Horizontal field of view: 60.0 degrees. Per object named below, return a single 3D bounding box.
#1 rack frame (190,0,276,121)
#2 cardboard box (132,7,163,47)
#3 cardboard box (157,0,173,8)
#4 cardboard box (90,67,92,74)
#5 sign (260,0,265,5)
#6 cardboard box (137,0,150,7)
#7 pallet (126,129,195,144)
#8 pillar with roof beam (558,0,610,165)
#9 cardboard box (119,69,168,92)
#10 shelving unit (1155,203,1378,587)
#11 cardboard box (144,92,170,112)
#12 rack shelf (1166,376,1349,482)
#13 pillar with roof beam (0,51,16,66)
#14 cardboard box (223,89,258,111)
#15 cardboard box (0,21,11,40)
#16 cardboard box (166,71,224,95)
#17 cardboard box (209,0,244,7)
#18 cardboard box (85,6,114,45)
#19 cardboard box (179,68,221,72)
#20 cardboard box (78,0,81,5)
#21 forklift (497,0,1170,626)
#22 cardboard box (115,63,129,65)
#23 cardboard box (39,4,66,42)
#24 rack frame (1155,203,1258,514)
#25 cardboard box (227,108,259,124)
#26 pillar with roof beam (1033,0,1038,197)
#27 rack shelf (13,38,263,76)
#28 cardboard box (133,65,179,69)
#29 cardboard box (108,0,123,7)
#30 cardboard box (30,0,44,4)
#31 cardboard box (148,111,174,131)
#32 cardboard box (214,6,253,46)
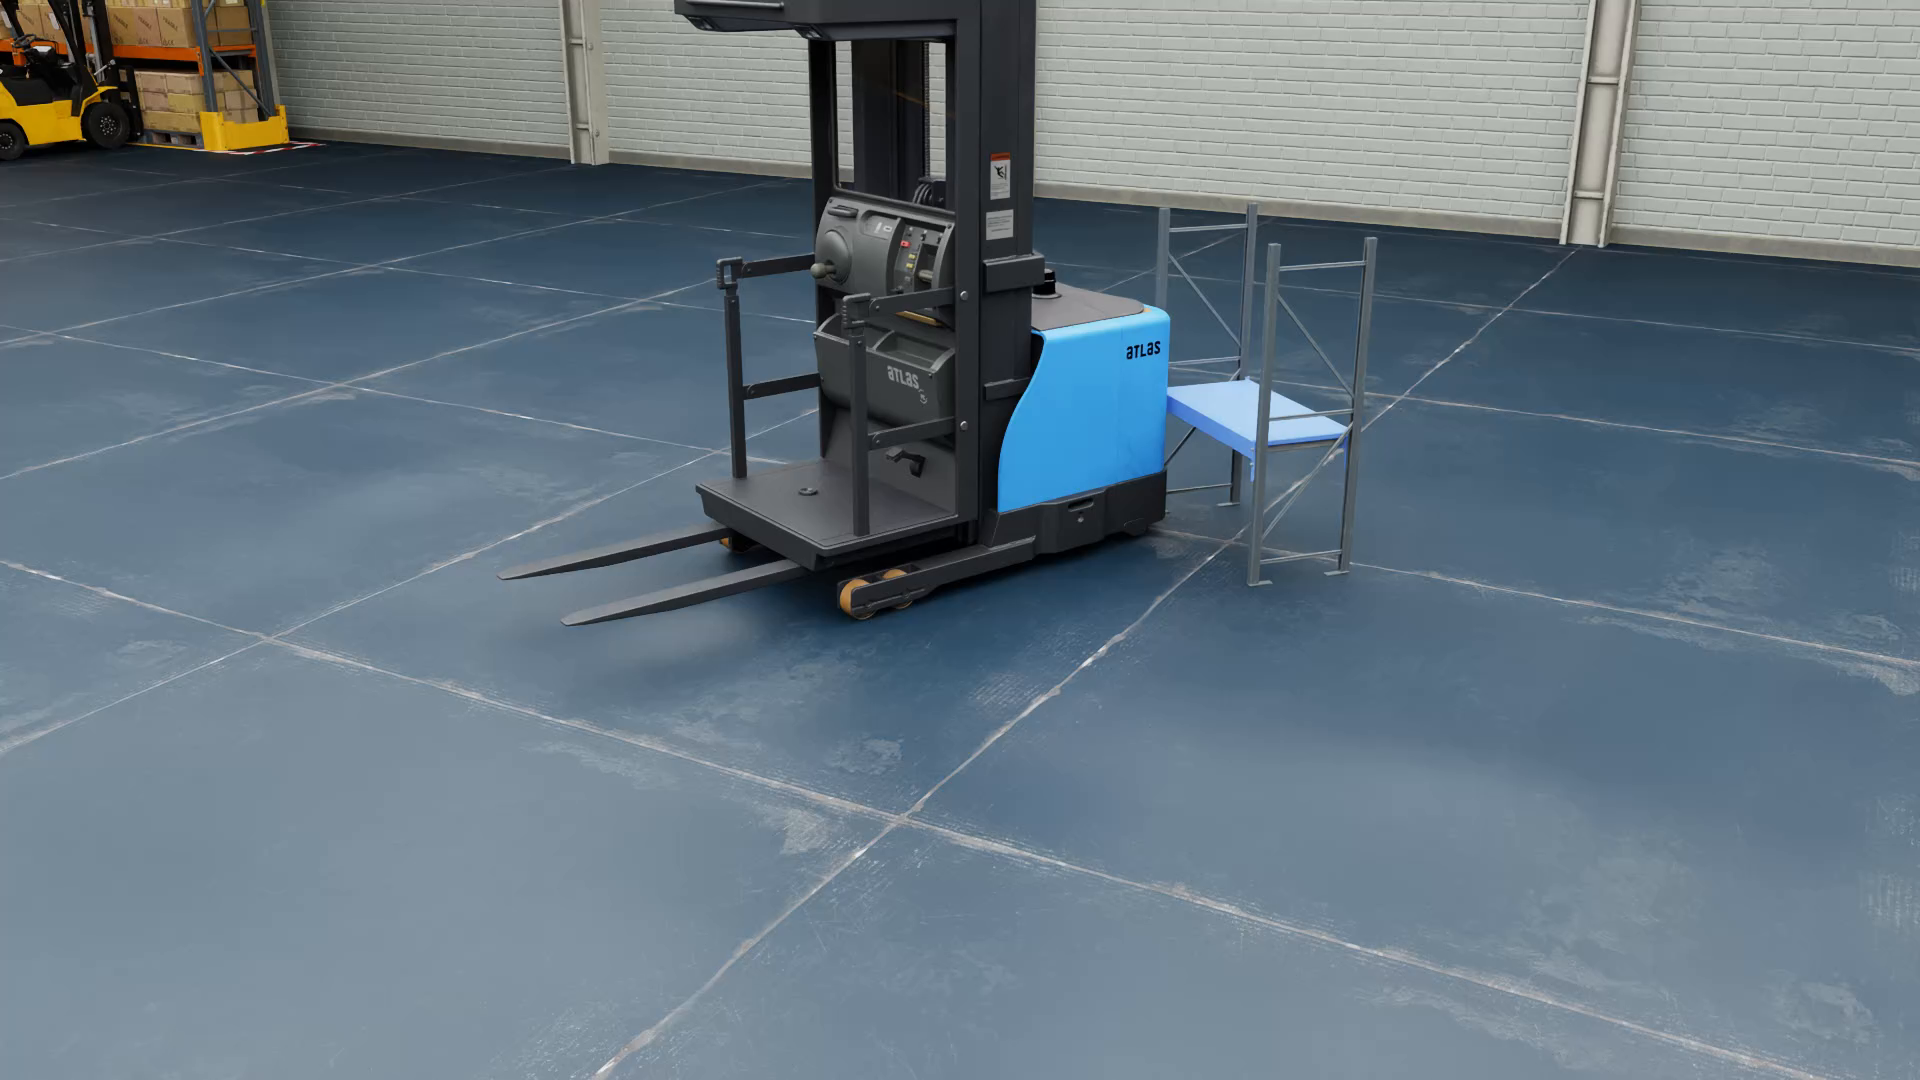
[{"bbox_3d":[-9.730,-6.785,22.172,0.127,3.000,1.000,11,23,27],"label":"rack frame"},{"bbox_3d":[-10.736,-6.925,22.410,0.500,0.500,0.500,12,23,29],"label":"cardboard box"},{"bbox_3d":[-10.407,-7.145,22.066,0.250,0.149,0.380,11,23,28],"label":"cardboard box"},{"bbox_3d":[-12.071,-6.484,23.292,0.500,0.250,0.500,12,23,29],"label":"cardboard box"},{"bbox_3d":[-9.454,-7.394,22.464,0.005,0.325,0.100,11,23,27],"label":"sign"},{"bbox_3d":[-10.814,-7.251,22.358,0.250,0.149,0.380,11,22,27],"label":"cardboard box"},{"bbox_3d":[-11.479,-5.792,23.524,1.213,0.211,1.003,11,23,27],"label":"pallet"},{"bbox_3d":[-6.759,-7.710,15.924,0.400,9.000,9.100,11,23,27],"label":"pillar with roof beam"},{"bbox_3d":[-11.178,-6.308,22.806,0.500,0.250,0.500,11,23,28],"label":"cardboard box"},{"bbox_3d":[1.333,-0.695,7.581,0.538,1.500,1.048,-7,21,-18],"label":"shelving unit"},{"bbox_3d":[-10.740,-6.000,22.689,0.500,0.250,0.500,11,22,27],"label":"cardboard box"},{"bbox_3d":[1.333,-0.526,7.643,0.538,0.185,1.000,-7,21,-18],"label":"rack shelf"},{"bbox_3d":[-17.235,-9.706,21.426,0.400,9.000,9.100,11,23,27],"label":"pillar with roof beam"},{"bbox_3d":[-10.039,-6.065,22.870,0.500,0.250,0.500,11,23,28],"label":"cardboard box"},{"bbox_3d":[-13.789,-7.386,24.048,0.500,0.250,0.500,11,23,29],"label":"cardboard box"},{"bbox_3d":[-10.284,-6.144,22.354,0.500,0.250,0.500,12,23,29],"label":"cardboard box"},{"bbox_3d":[-9.899,-7.271,22.413,0.250,0.149,0.380,10,22,26],"label":"cardboard box"},{"bbox_3d":[-11.627,-7.090,22.867,0.500,0.500,0.500,11,23,28],"label":"cardboard box"},{"bbox_3d":[-10.495,-6.378,23.001,0.500,0.250,0.500,11,23,27],"label":"cardboard box"},{"bbox_3d":[-11.968,-7.450,22.906,0.250,0.149,0.380,10,22,26],"label":"cardboard box"},{"bbox_3d":[-0.497,-1.249,7.009,3.031,2.935,1.130,-15,25,-35],"label":"forklift"},{"bbox_3d":[-12.248,-6.721,23.946,0.500,0.250,0.500,10,22,27],"label":"cardboard box"},{"bbox_3d":[-12.499,-7.264,23.346,0.500,0.500,0.500,11,23,28],"label":"cardboard box"},{"bbox_3d":[1.165,-0.858,8.032,0.500,1.500,0.032,-7,21,-18],"label":"rack frame"},{"bbox_3d":[-10.063,-5.830,22.955,0.500,0.250,0.500,11,23,28],"label":"cardboard box"},{"bbox_3d":[-1.521,-6.712,13.173,0.400,9.000,9.100,11,23,27],"label":"pillar with roof beam"},{"bbox_3d":[-11.476,-6.780,23.212,4.000,0.370,1.077,11,23,27],"label":"rack shelf"},{"bbox_3d":[-11.370,-6.552,23.479,0.500,0.250,0.500,10,22,26],"label":"cardboard box"},{"bbox_3d":[-11.301,-7.318,22.541,0.250,0.149,0.380,11,23,28],"label":"cardboard box"},{"bbox_3d":[-12.845,-7.629,23.399,0.250,0.149,0.380,11,23,29],"label":"cardboard box"},{"bbox_3d":[-10.723,-5.760,22.761,0.500,0.250,0.500,11,23,27],"label":"cardboard box"},{"bbox_3d":[-10.027,-6.997,22.610,0.500,0.500,0.500,12,23,29],"label":"cardboard box"}]
